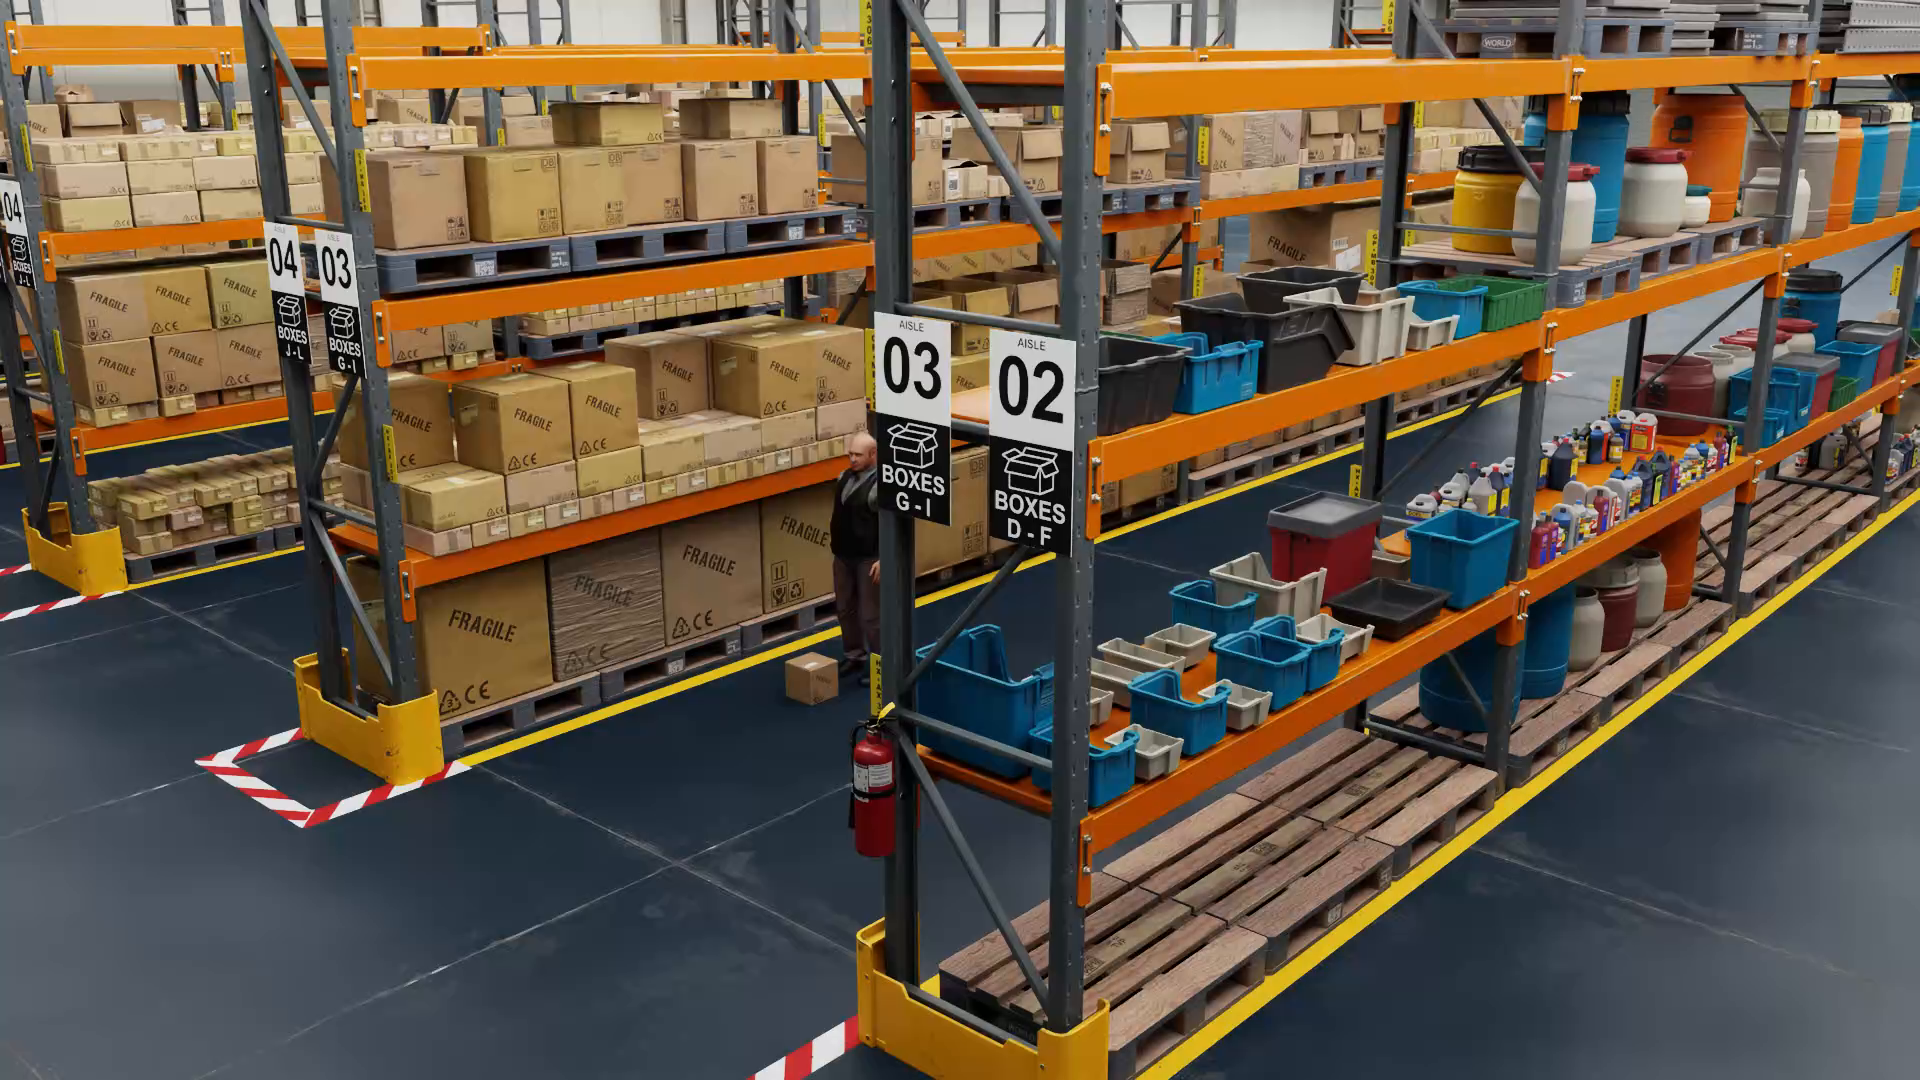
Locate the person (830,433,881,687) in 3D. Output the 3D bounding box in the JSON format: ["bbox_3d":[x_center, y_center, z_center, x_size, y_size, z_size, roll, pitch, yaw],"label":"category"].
[{"bbox_3d":[-0.656,0.125,11.189,0.533,1.717,0.347,15,22,41],"label":"person"}]
